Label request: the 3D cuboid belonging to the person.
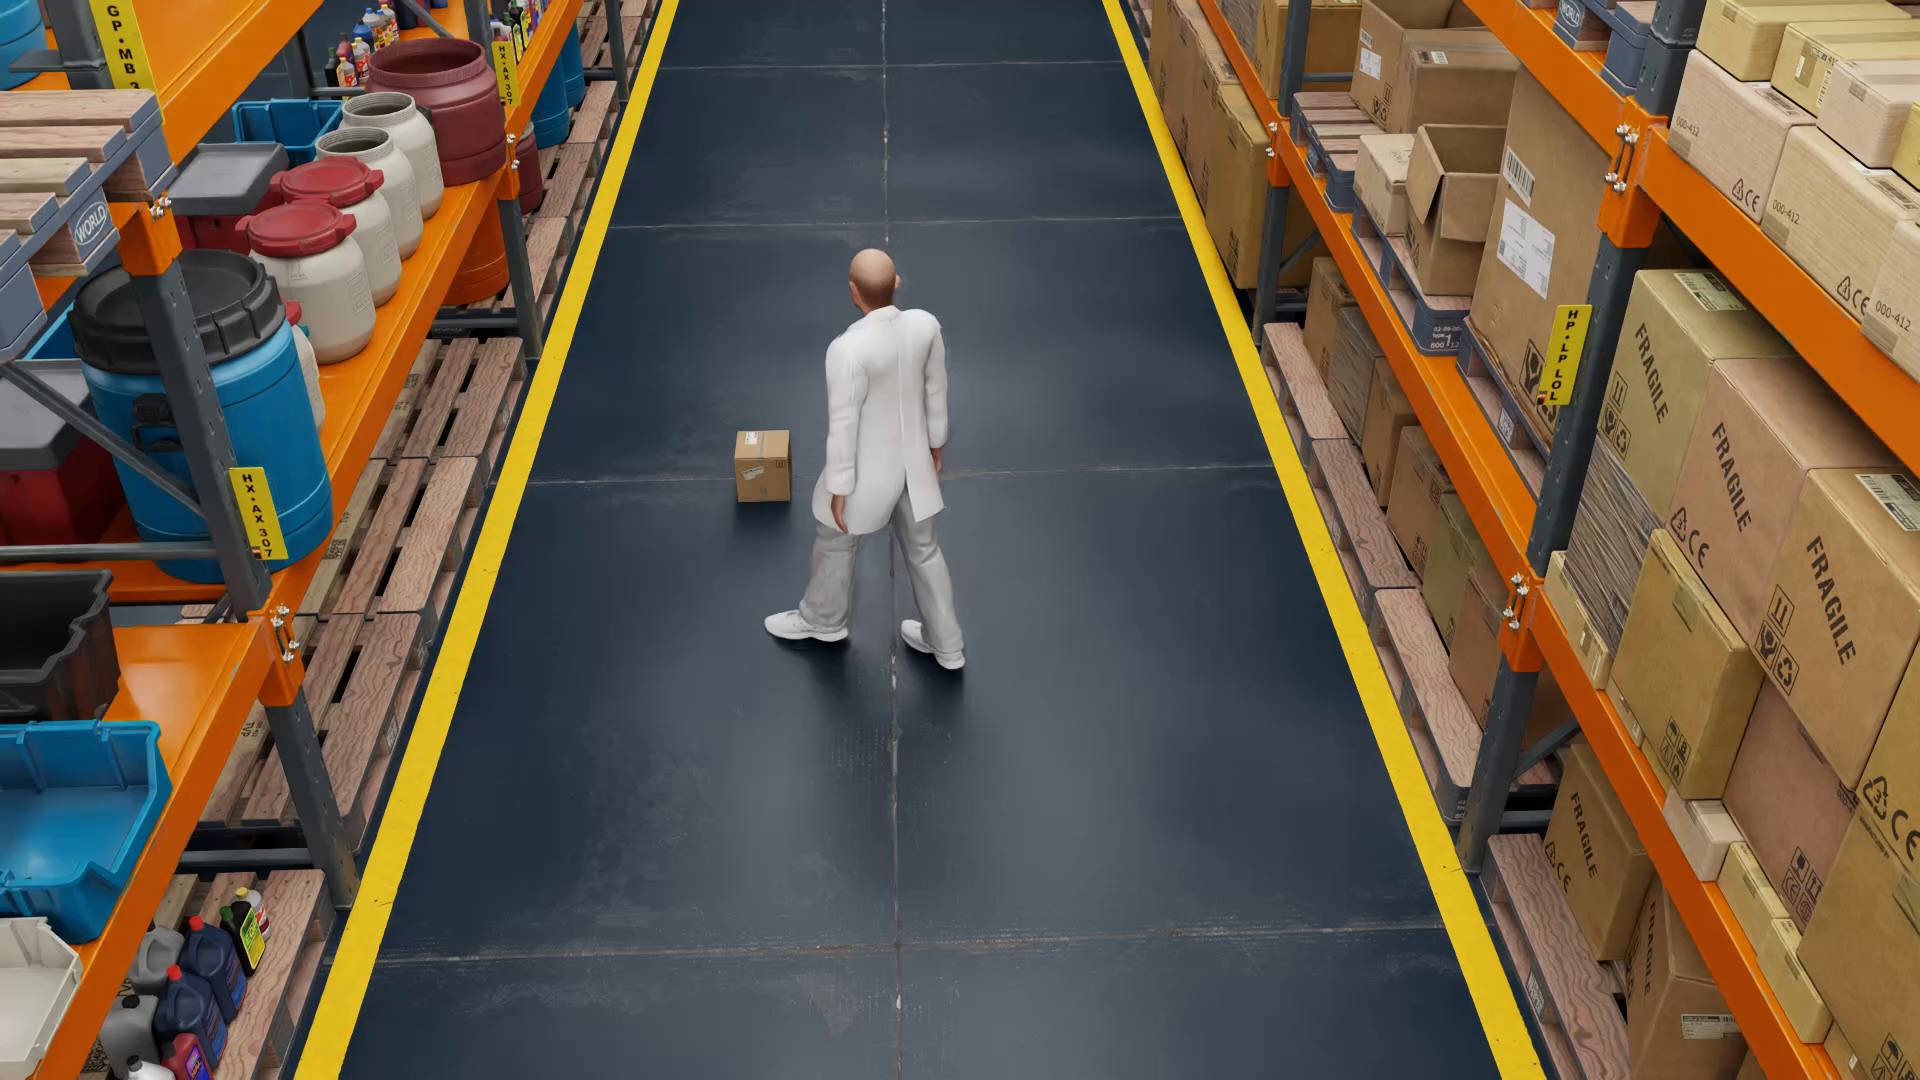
[{"bbox_3d":[-0.327,-0.302,6.591,0.685,1.767,0.820,-27,43,-33],"label":"person"}]
